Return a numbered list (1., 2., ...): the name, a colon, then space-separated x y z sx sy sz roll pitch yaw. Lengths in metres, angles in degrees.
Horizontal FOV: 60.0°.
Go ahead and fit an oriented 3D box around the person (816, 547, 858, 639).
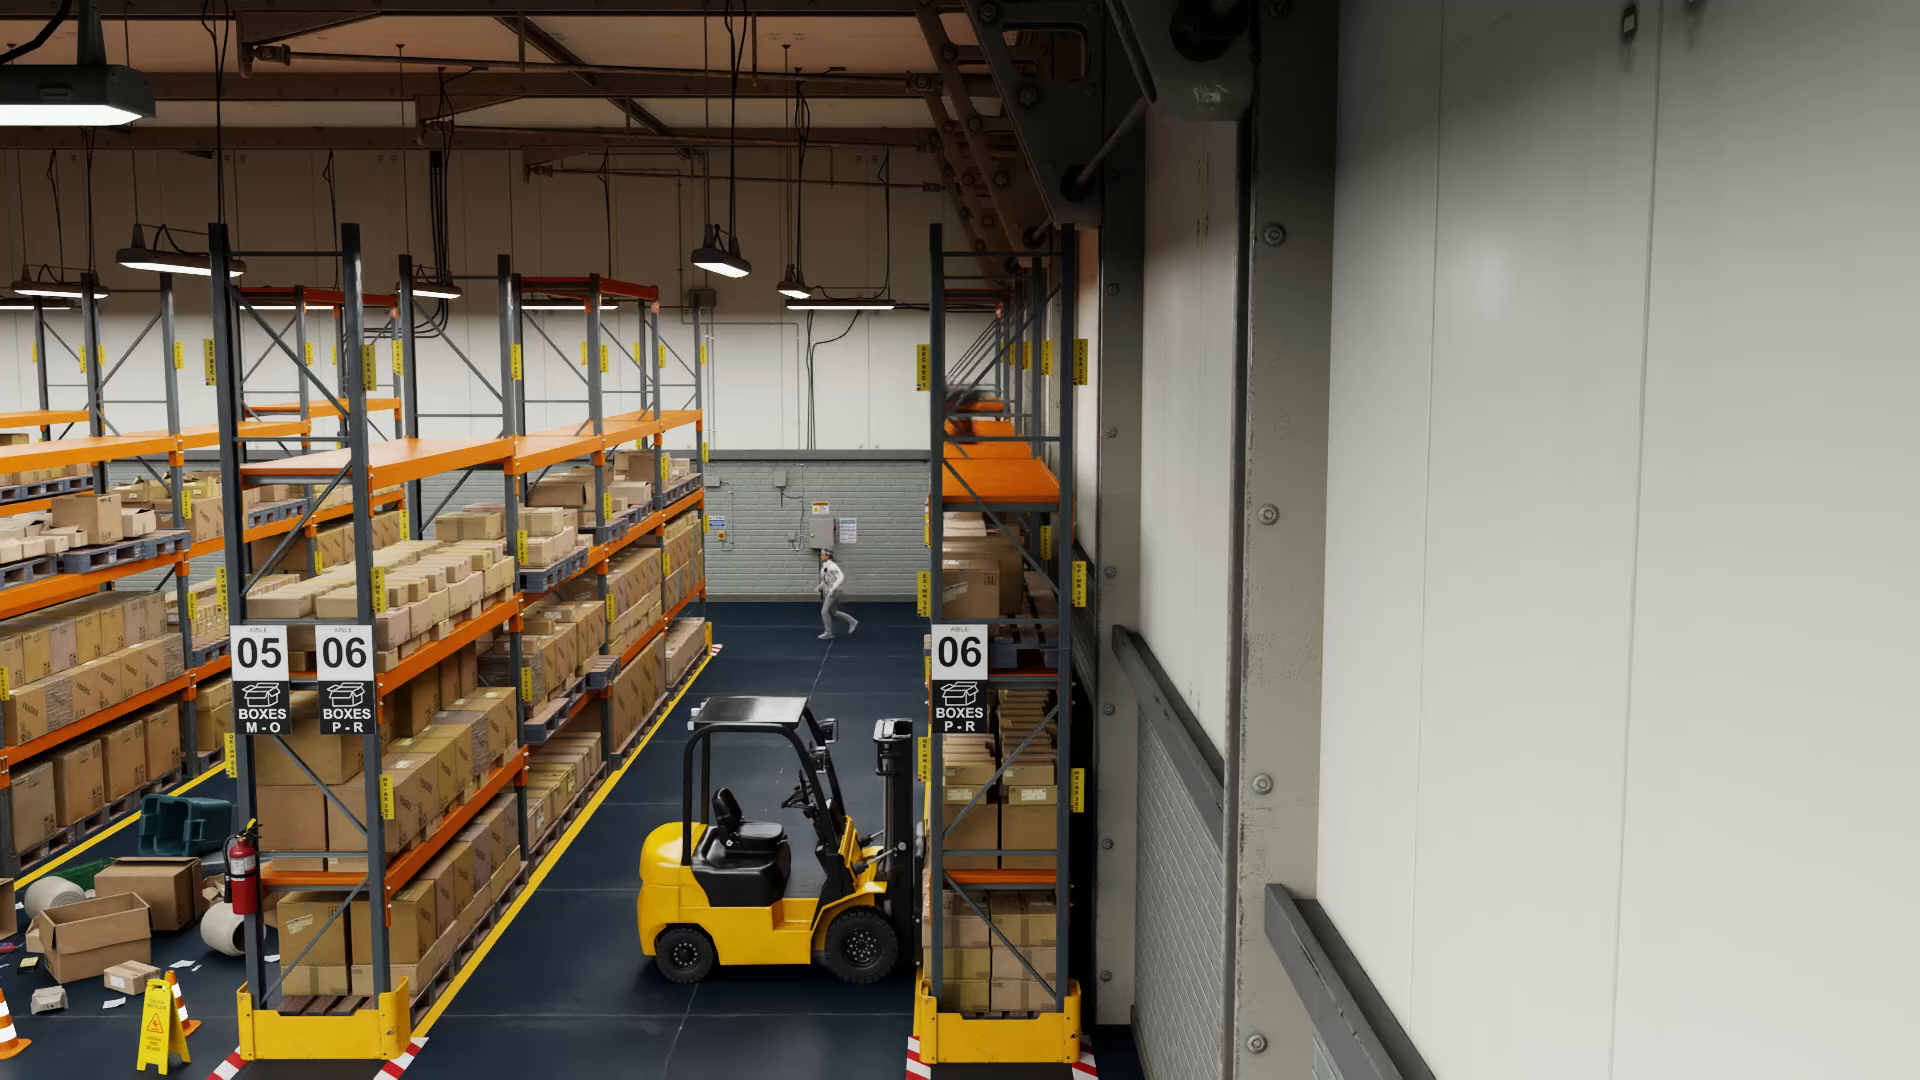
1. person: -2.178 0.923 29.478 0.745 1.648 0.610 -2 7 -17
